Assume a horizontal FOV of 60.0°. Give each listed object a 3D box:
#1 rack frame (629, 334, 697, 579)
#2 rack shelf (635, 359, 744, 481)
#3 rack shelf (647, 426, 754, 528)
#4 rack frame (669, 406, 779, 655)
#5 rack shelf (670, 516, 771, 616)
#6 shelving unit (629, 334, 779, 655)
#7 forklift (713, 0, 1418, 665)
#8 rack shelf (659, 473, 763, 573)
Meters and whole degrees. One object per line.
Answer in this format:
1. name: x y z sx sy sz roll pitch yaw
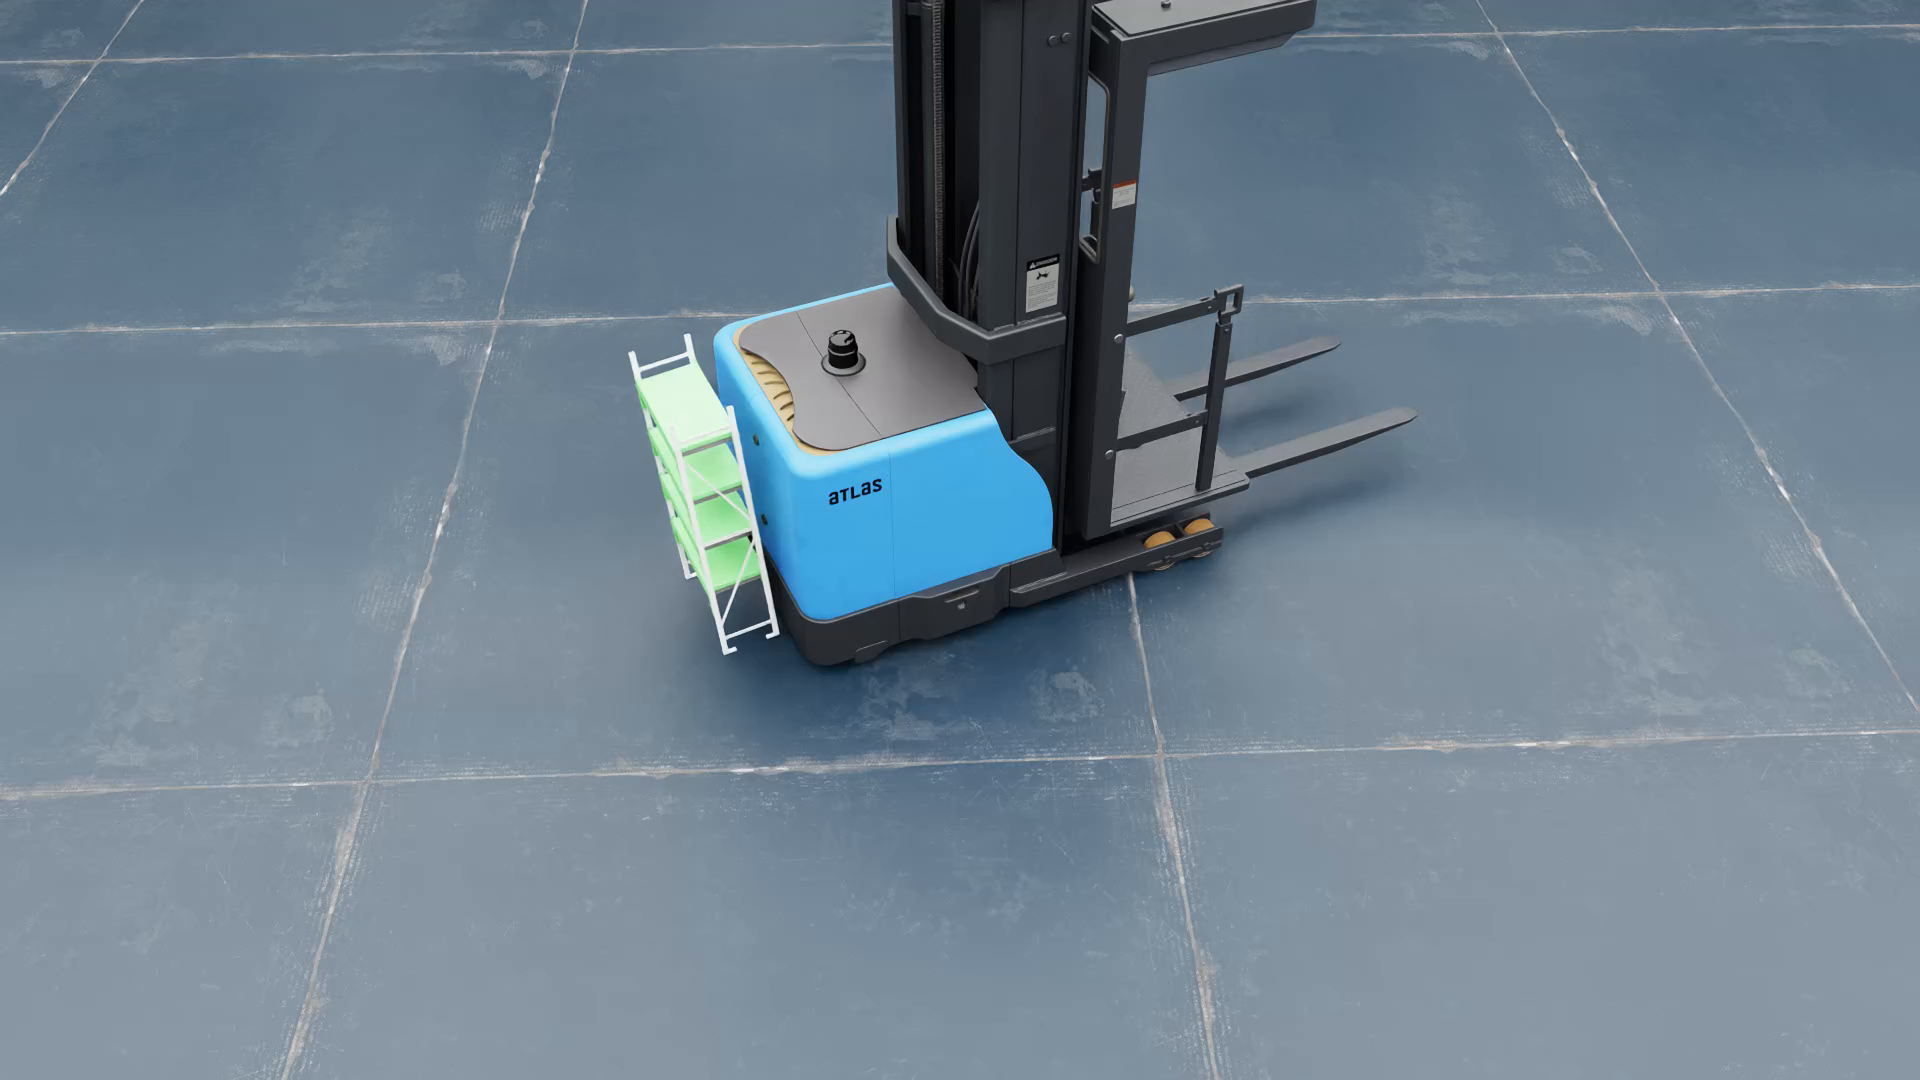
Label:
1. rack frame: -1.094 -0.307 6.685 0.240 1.200 0.015 -20 46 -15
2. rack shelf: -1.017 -0.456 6.233 0.258 0.148 0.480 -20 46 -15
3. rack shelf: -1.002 -0.284 6.399 0.258 0.148 0.480 -20 46 -15
4. rack frame: -0.888 -0.009 6.359 0.240 1.200 0.015 -20 46 -15
5. rack shelf: -0.972 0.060 6.733 0.258 0.148 0.480 -20 46 -15
6. shelving unit: -0.991 -0.158 6.522 0.258 1.200 0.503 -20 46 -15
7. forklift: 0.568 -1.259 6.454 3.031 2.935 1.130 -17 45 -18
8. rack shelf: -0.987 -0.112 6.566 0.258 0.148 0.480 -20 46 -15
